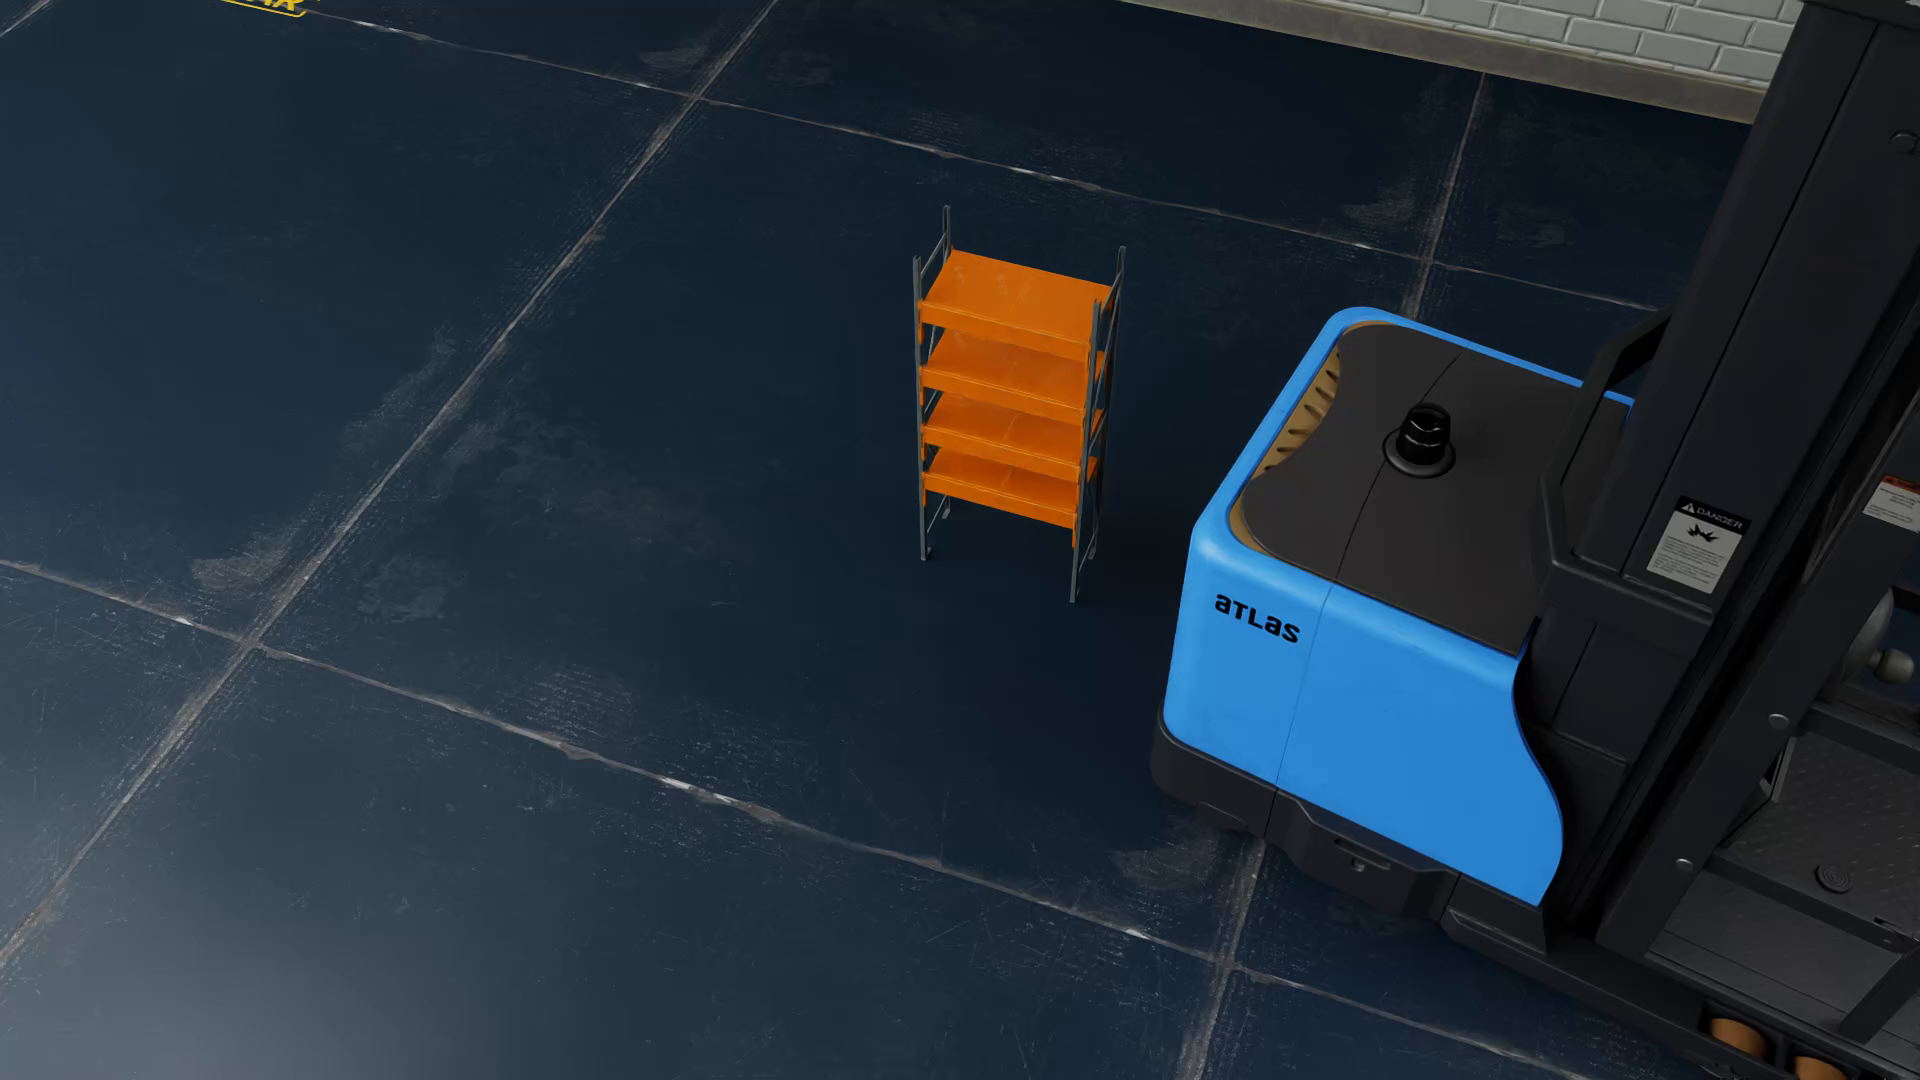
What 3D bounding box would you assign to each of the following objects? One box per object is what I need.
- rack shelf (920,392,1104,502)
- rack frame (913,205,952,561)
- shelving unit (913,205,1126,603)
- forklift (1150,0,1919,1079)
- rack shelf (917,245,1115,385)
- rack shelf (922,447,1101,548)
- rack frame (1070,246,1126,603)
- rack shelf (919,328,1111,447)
[{"bbox_3d":[0.155,-0.306,4.810,0.480,0.148,0.258,16,51,13],"label":"rack shelf"},{"bbox_3d":[-0.074,-0.414,4.814,0.015,1.200,0.240,16,51,13],"label":"rack frame"},{"bbox_3d":[0.155,-0.350,4.759,0.503,1.200,0.258,16,51,13],"label":"shelving unit"},{"bbox_3d":[2.059,-0.020,3.328,3.031,2.935,1.130,24,53,19],"label":"forklift"},{"bbox_3d":[0.155,-0.607,4.462,0.480,0.148,0.258,16,51,13],"label":"rack shelf"},{"bbox_3d":[0.155,-0.176,4.960,0.480,0.148,0.258,16,51,13],"label":"rack shelf"},{"bbox_3d":[0.384,-0.286,4.704,0.015,1.200,0.240,16,51,13],"label":"rack frame"},{"bbox_3d":[0.155,-0.452,4.641,0.480,0.148,0.258,16,51,13],"label":"rack shelf"}]
